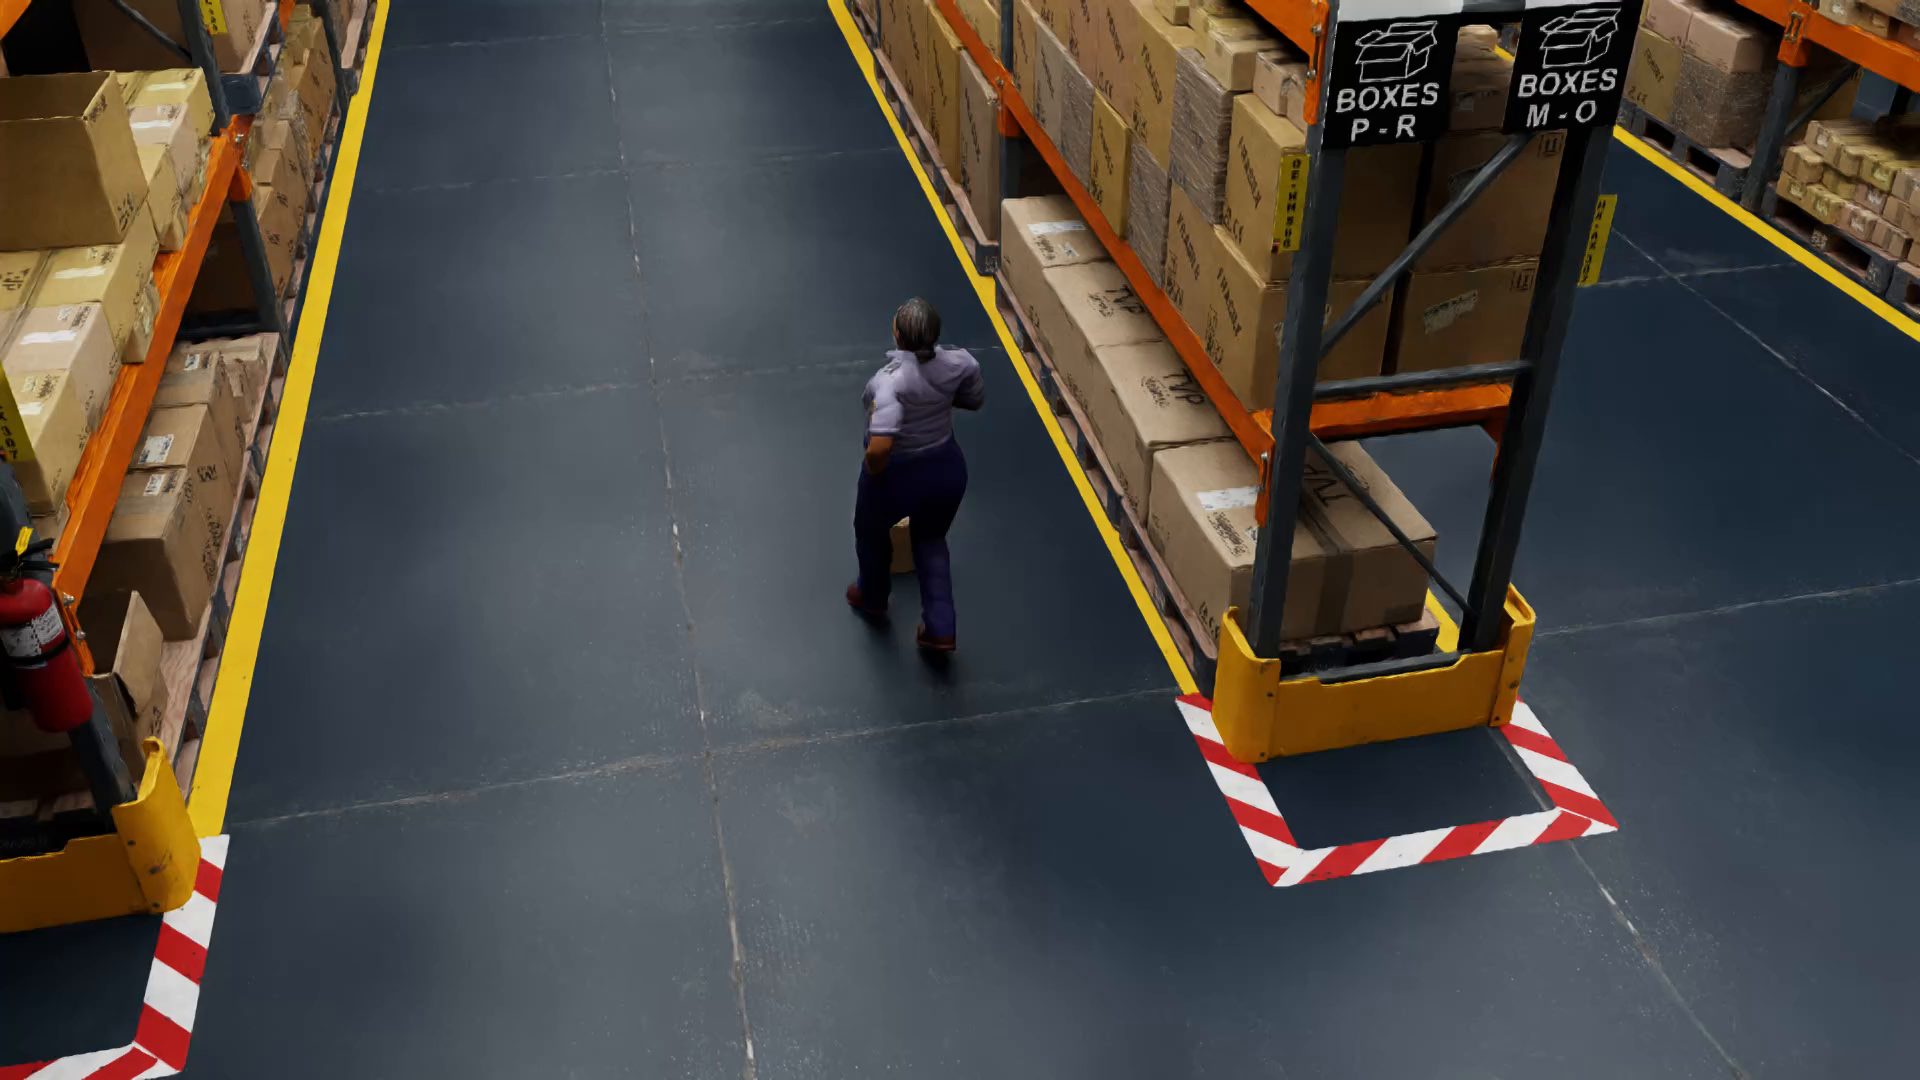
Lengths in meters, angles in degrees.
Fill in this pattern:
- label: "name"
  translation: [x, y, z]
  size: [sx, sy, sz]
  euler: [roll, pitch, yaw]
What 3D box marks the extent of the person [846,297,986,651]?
- label: "person"
  translation: [-0.203, -0.273, 6.582]
  size: [0.579, 1.621, 0.785]
  euler: [-13, 37, -18]
